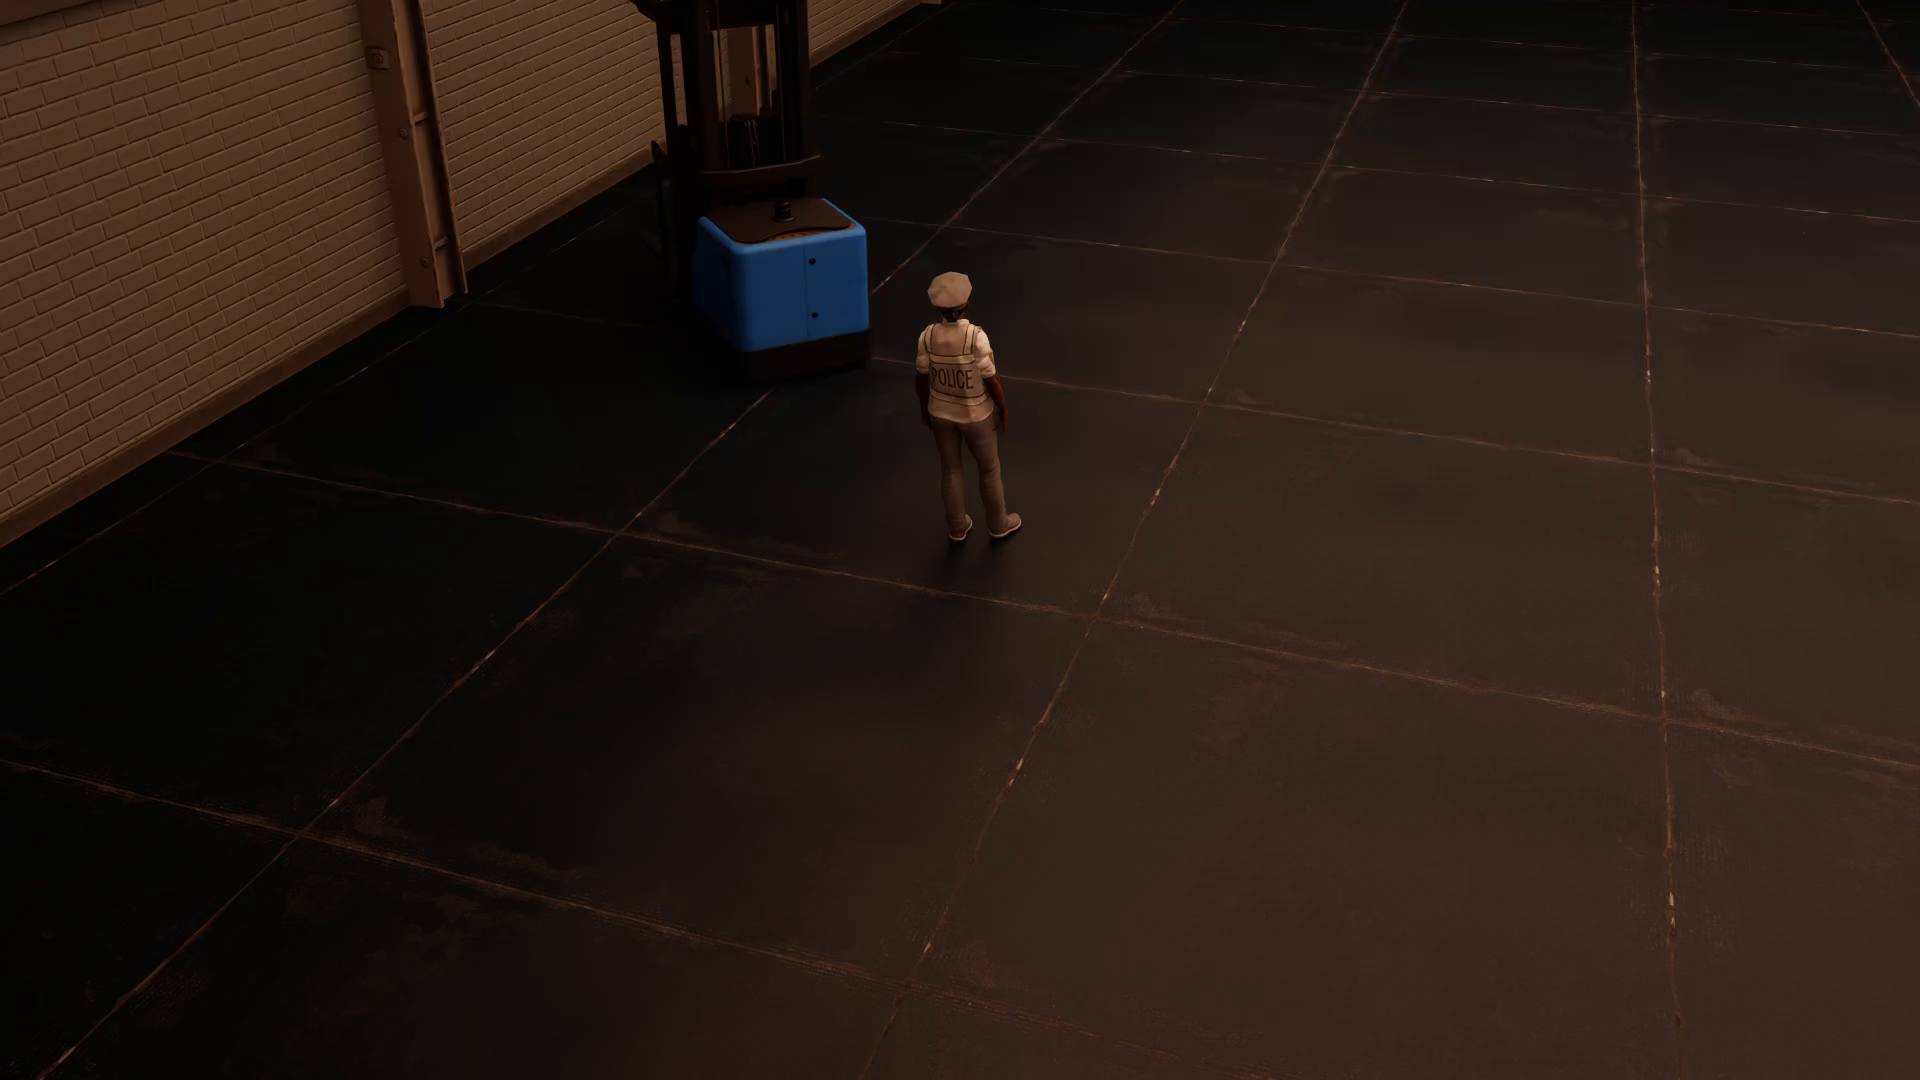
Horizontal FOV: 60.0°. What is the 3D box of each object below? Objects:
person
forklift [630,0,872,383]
[{"bbox_3d":[0.043,-0.773,9.729,0.570,1.692,0.530,10,31,16],"label":"person"},{"bbox_3d":[-1.762,-3.108,12.588,1.130,2.935,3.031,-14,32,-23],"label":"forklift"}]
